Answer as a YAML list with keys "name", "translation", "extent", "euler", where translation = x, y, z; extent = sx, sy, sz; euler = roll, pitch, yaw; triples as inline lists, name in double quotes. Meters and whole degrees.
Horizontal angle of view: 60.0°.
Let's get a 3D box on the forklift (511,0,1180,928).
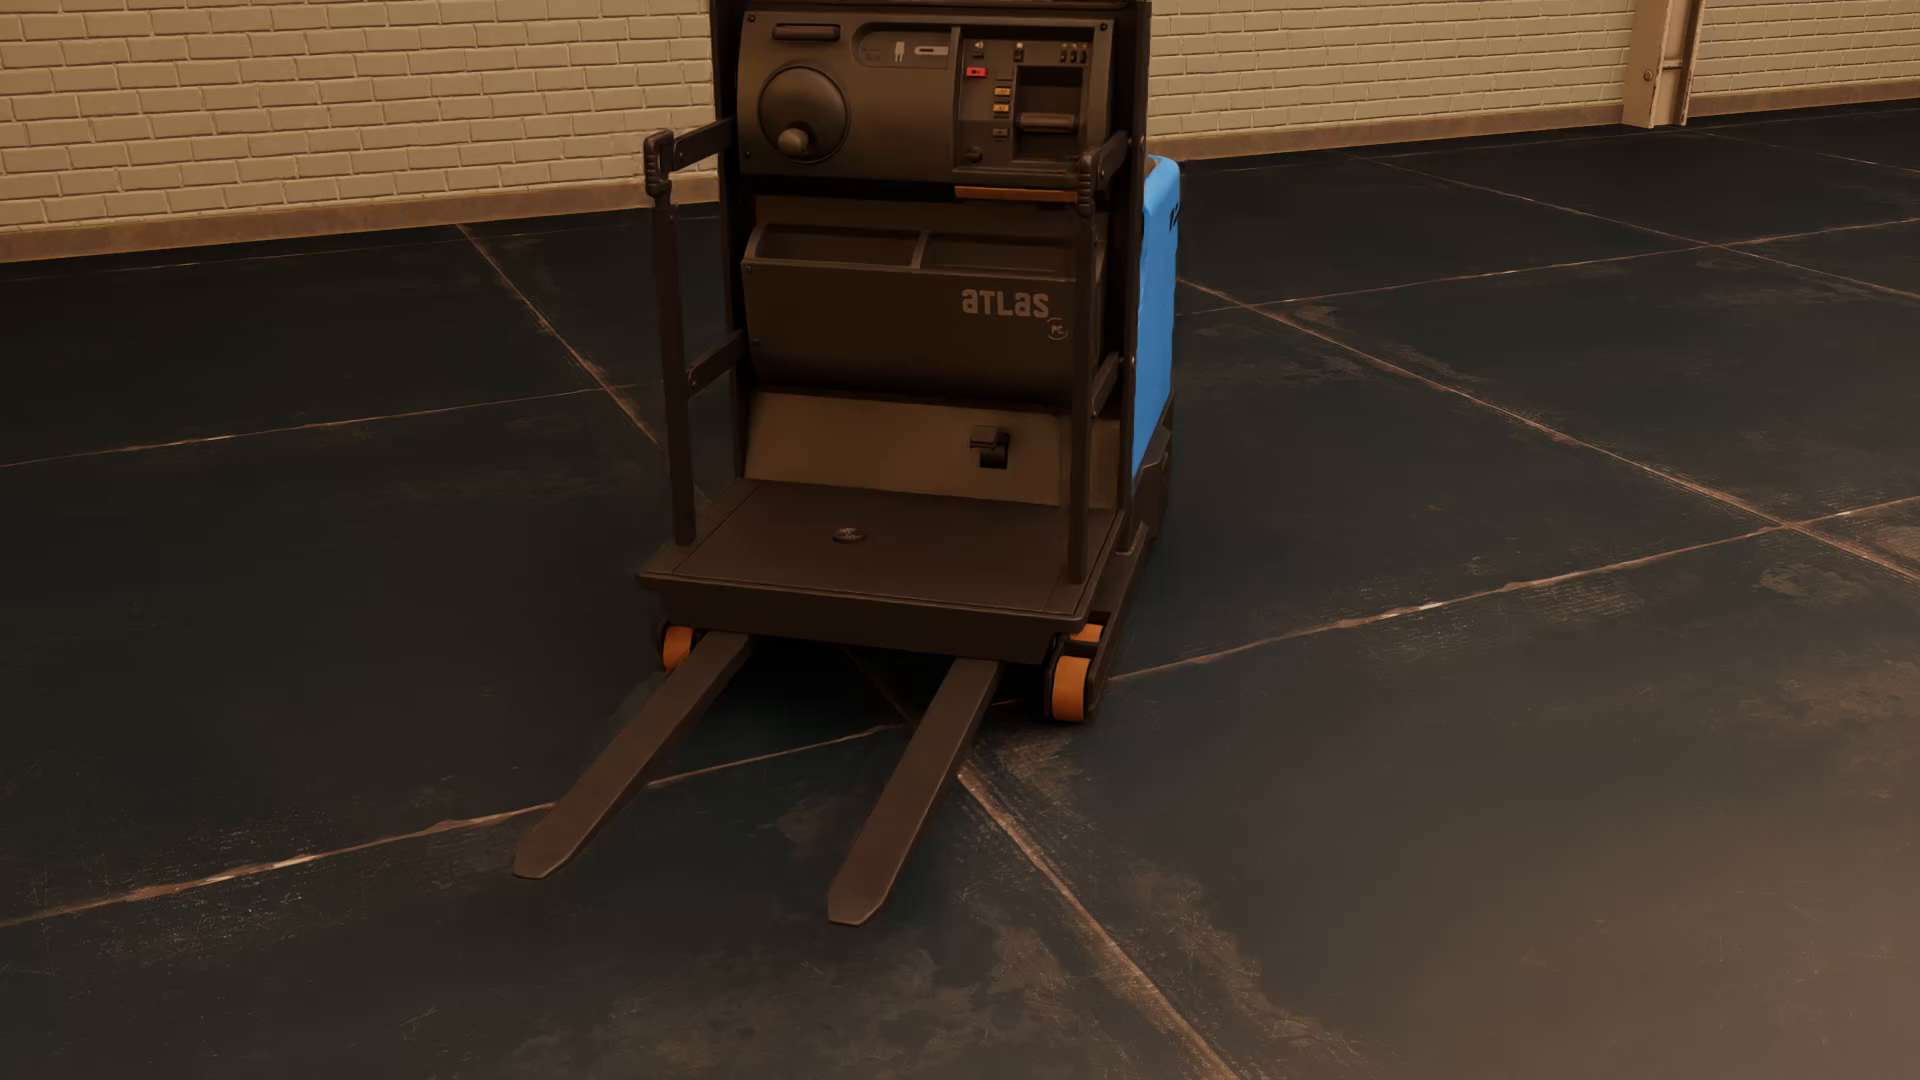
- name: "forklift"
  translation: [-0.142, -1.069, 3.859]
  extent: [1.130, 2.935, 3.031]
  euler: [5, 23, 13]
